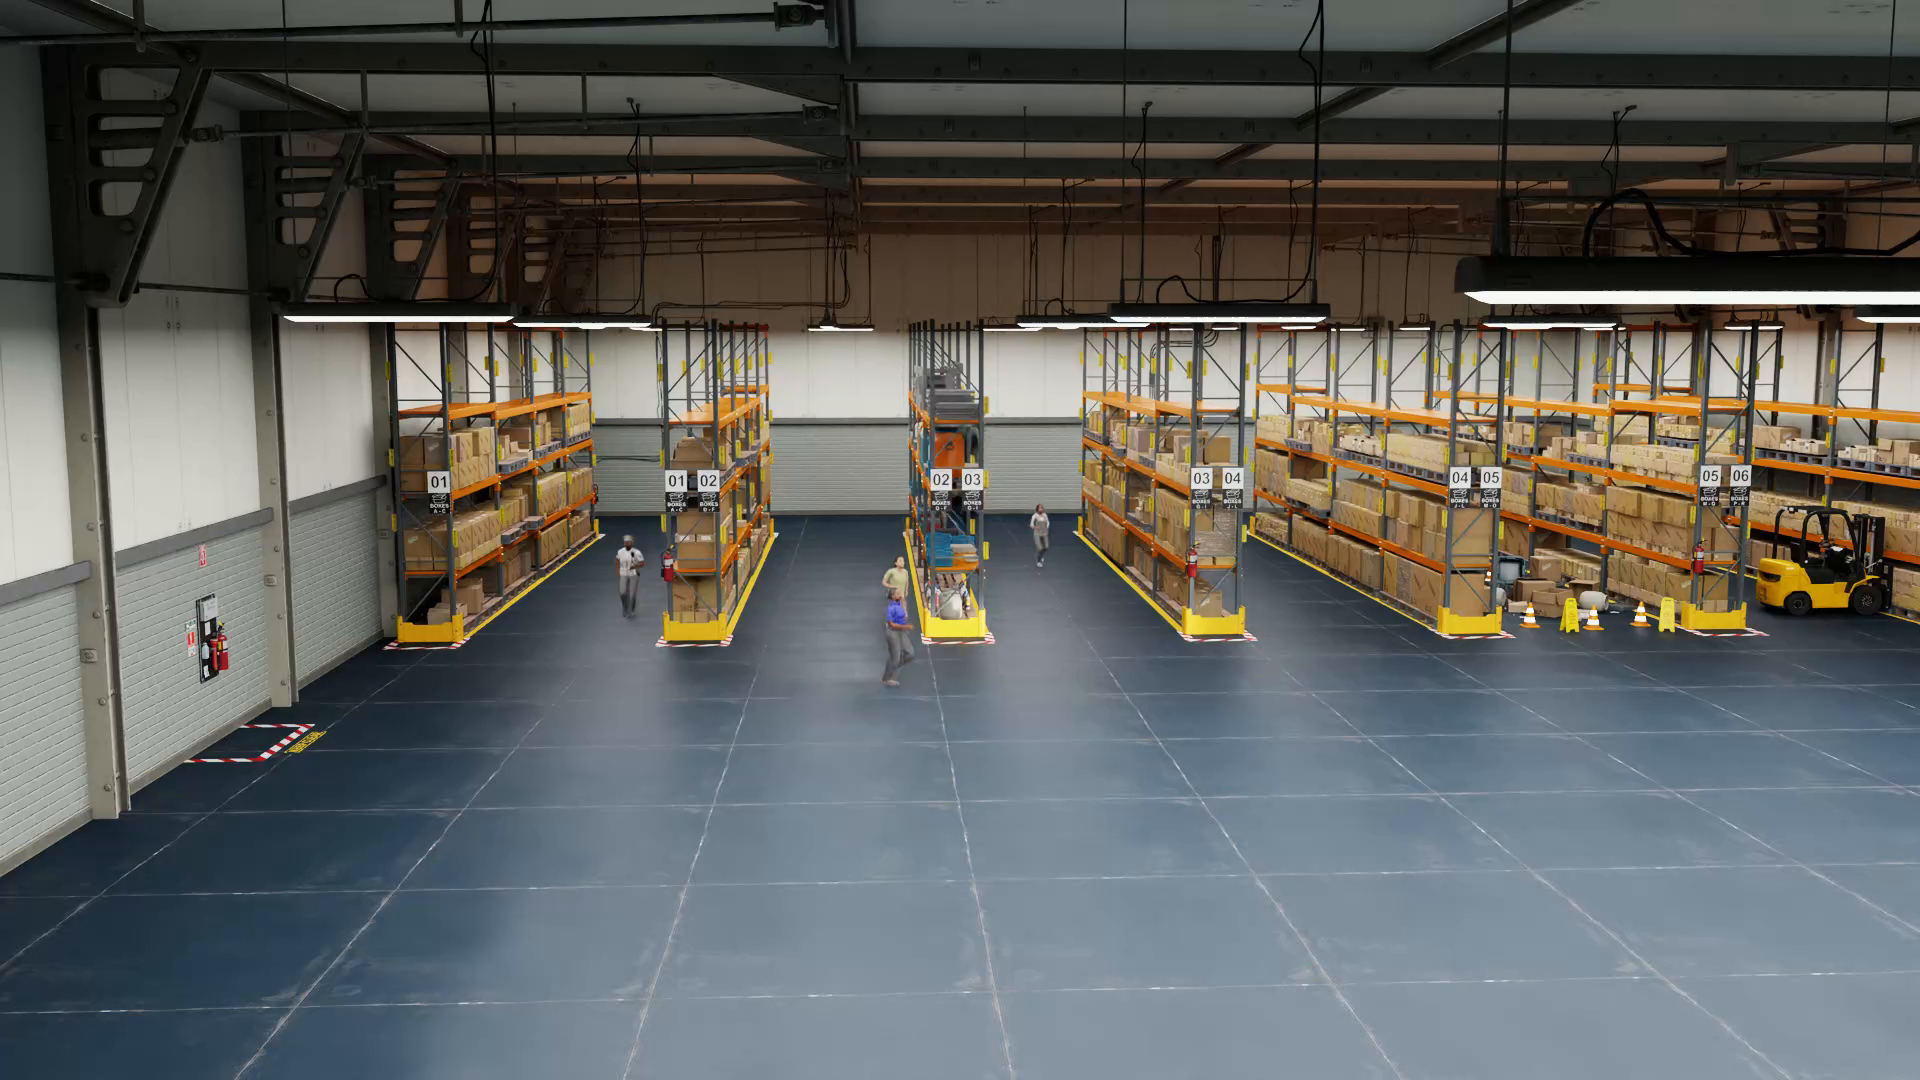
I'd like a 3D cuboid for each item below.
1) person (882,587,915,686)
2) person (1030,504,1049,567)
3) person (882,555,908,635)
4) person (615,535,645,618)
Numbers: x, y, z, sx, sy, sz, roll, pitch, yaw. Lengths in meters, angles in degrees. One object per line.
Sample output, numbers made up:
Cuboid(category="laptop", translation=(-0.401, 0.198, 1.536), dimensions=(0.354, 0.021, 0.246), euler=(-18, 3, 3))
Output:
Cuboid(category="person", translation=(-0.997, 1.612, 27.150), dimensions=(0.587, 1.534, 0.558), euler=(3, 7, 20))
Cuboid(category="person", translation=(2.001, -0.110, 40.939), dimensions=(0.525, 1.556, 0.532), euler=(-2, 7, -15))
Cuboid(category="person", translation=(-1.167, 1.088, 31.137), dimensions=(0.600, 1.622, 0.574), euler=(-4, 8, -30))
Cuboid(category="person", translation=(-6.687, 0.738, 33.637), dimensions=(0.634, 1.696, 0.587), euler=(0, 7, 1))
